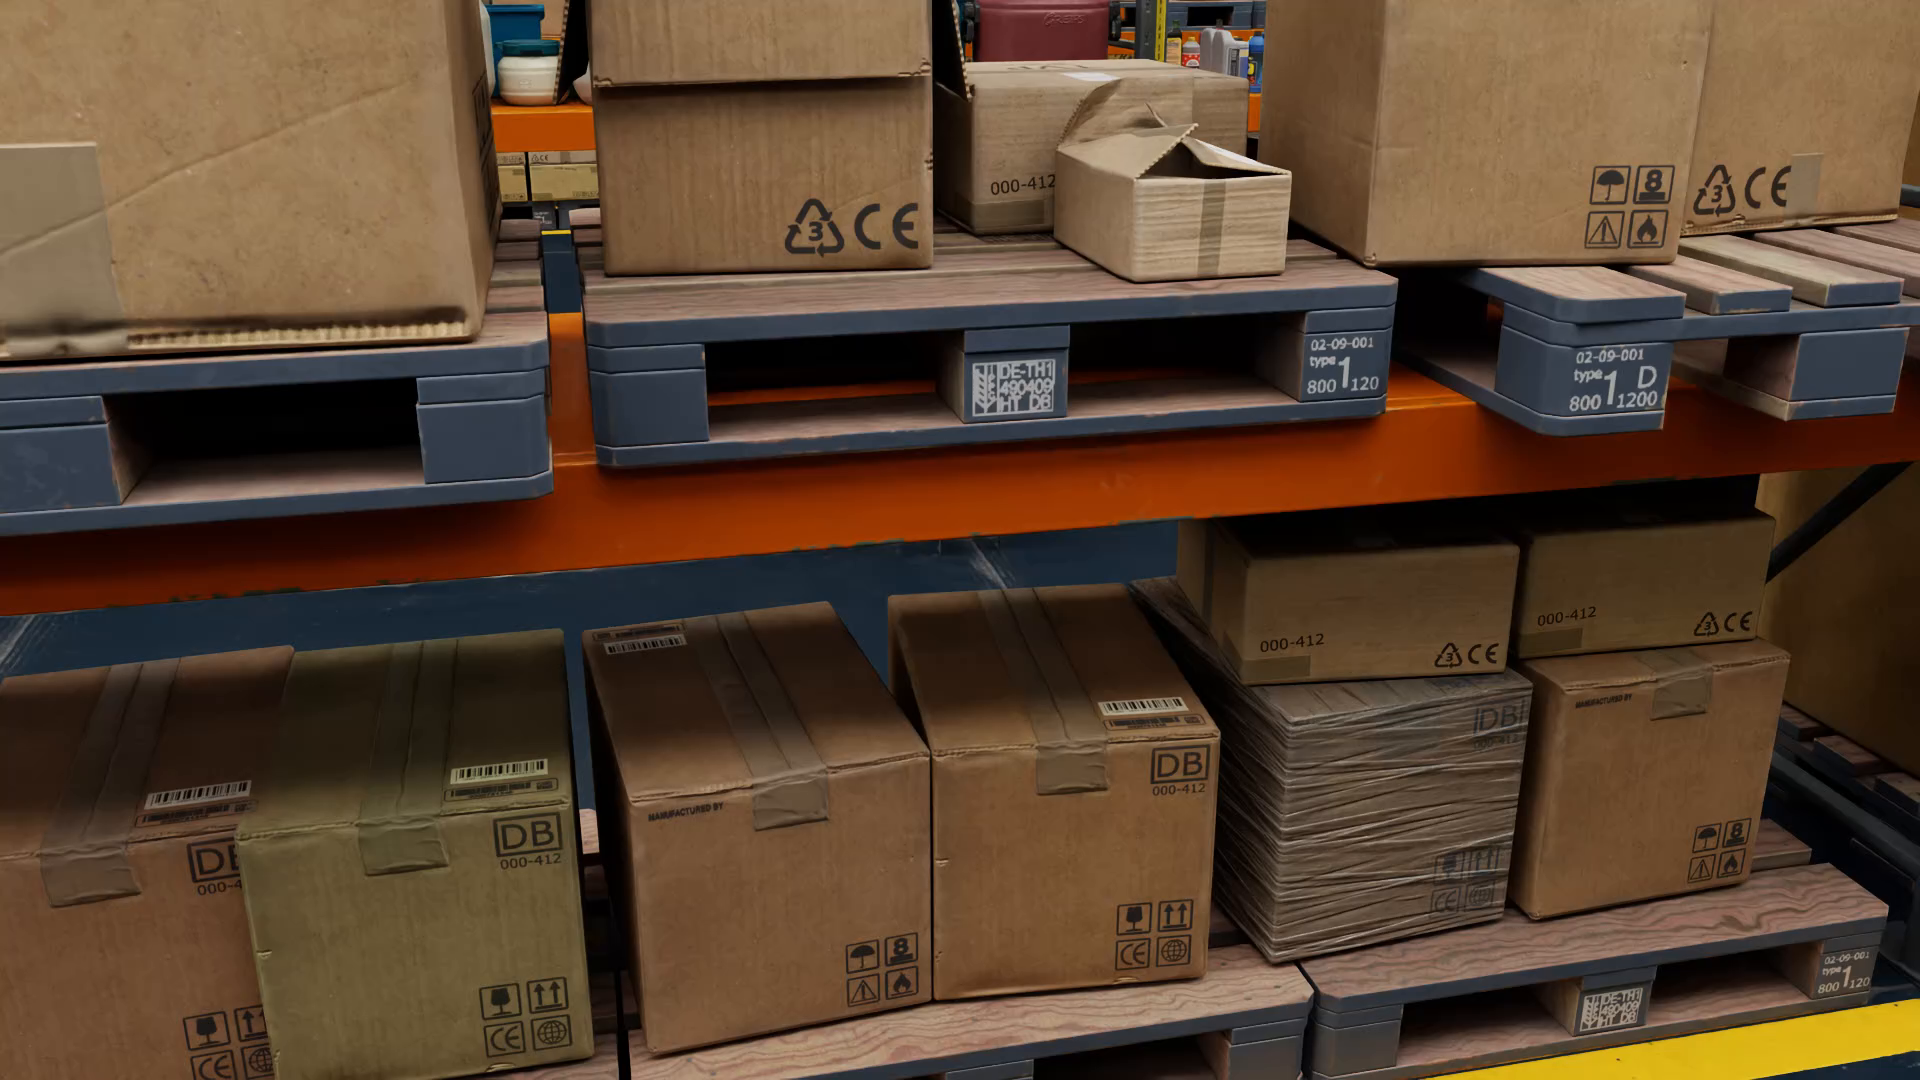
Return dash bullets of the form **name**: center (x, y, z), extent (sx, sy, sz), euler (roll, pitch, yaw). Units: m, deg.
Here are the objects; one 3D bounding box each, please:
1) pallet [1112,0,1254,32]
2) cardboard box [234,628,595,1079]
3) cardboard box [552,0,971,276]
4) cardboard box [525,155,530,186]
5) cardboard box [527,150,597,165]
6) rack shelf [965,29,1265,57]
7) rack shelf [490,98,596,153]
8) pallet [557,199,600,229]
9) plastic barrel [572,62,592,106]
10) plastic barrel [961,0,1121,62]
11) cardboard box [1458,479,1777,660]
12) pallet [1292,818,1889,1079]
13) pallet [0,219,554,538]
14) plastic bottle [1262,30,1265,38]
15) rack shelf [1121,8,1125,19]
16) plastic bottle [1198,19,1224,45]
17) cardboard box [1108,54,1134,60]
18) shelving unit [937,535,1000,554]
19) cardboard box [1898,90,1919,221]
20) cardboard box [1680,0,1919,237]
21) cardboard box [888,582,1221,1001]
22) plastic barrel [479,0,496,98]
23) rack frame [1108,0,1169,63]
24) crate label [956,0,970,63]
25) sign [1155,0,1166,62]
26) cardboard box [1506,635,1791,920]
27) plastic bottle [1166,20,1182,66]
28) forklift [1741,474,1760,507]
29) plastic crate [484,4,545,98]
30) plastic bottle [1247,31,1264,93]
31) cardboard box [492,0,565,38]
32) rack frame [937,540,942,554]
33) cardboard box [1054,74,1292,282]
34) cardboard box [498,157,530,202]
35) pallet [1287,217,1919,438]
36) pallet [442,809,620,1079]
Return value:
- **pallet**: center (1.499, -4.051, 12.792), extent (1.213, 0.211, 1.003), euler (-5, 21, -12)
- **cardboard box**: center (-0.938, 0.541, 2.971), extent (0.500, 0.500, 0.700), euler (-5, 21, -13)
- **cardboard box**: center (-0.344, -0.767, 2.786), extent (0.637, 0.503, 0.797), euler (-3, 20, -7)
- **cardboard box**: center (-3.456, -2.745, 12.333), extent (0.500, 0.250, 0.500), euler (-5, 21, -13)
- **cardboard box**: center (-2.834, -2.867, 11.853), extent (0.500, 0.311, 0.500), euler (-5, 21, -14)
- **rack shelf**: center (1.554, -3.806, 12.891), extent (4.000, 0.370, 1.077), euler (-5, 21, -12)
- **rack shelf**: center (-1.203, -1.831, 7.499), extent (4.000, 0.370, 1.077), euler (-5, 21, -12)
- **pallet**: center (-2.388, -2.529, 12.412), extent (1.213, 0.211, 1.003), euler (-5, 21, -12)
- **plastic barrel**: center (-1.454, -2.135, 7.085), extent (0.433, 0.535, 0.433), euler (0, 20, 0)
- **plastic barrel**: center (0.362, -2.253, 7.407), extent (0.708, 0.536, 0.600), euler (-5, 21, -12)
- **cardboard box**: center (1.238, 0.008, 3.335), extent (0.500, 0.250, 0.500), euler (-4, 20, -10)
- **pallet**: center (1.122, 0.701, 3.594), extent (1.213, 0.211, 1.003), euler (-5, 21, -12)
- **pallet**: center (-1.232, -0.275, 2.483), extent (1.213, 0.211, 1.003), euler (-5, 21, -12)
- **plastic bottle**: center (1.570, -2.479, 8.407), extent (0.097, 0.271, 0.097), euler (0, 20, 0)
- **rack shelf**: center (0.410, -5.464, 17.416), extent (4.000, 0.370, 1.077), euler (-5, 21, -12)
- **plastic bottle**: center (1.264, -2.466, 8.355), extent (0.133, 0.283, 0.061), euler (-5, 21, -12)
- **cardboard box**: center (1.754, -5.053, 17.763), extent (0.750, 0.750, 0.750), euler (-4, 21, -12)
- **shelving unit**: center (0.008, -0.423, 5.662), extent (0.210, 0.900, 0.258), euler (-5, 21, -12)
- **cardboard box**: center (2.306, -0.839, 3.598), extent (0.500, 0.500, 0.500), euler (-4, 20, -11)
- **cardboard box**: center (1.367, -0.858, 3.039), extent (0.500, 0.500, 0.500), euler (-7, 21, -19)
- **cardboard box**: center (0.149, 0.453, 3.213), extent (0.500, 0.500, 0.700), euler (-3, 20, -8)
- **plastic barrel**: center (-2.168, -2.077, 6.926), extent (0.433, 0.535, 0.433), euler (0, 20, 0)
- **rack frame**: center (0.744, -2.328, 7.808), extent (0.127, 3.000, 1.000), euler (-5, 21, -12)
- **crate label**: center (-0.286, -2.356, 7.834), extent (0.616, 0.435, 0.502), euler (-5, 21, -12)
- **sign**: center (0.877, -2.221, 7.278), extent (0.005, 0.325, 0.100), euler (-5, 21, -12)
- **cardboard box**: center (1.236, 0.357, 3.473), extent (0.500, 0.500, 0.700), euler (-6, 21, -15)
- **plastic bottle**: center (1.039, -2.448, 8.305), extent (0.133, 0.283, 0.061), euler (-5, 21, -12)
- **forklift**: center (3.368, -1.550, 5.785), extent (3.031, 2.935, 1.130), euler (-3, 20, -7)
- **plastic crate**: center (-2.147, -2.195, 7.469), extent (0.575, 0.384, 0.392), euler (-5, 21, -12)
- **plastic bottle**: center (1.358, -2.193, 7.628), extent (0.097, 0.271, 0.097), euler (0, 20, 0)
- **cardboard box**: center (-3.021, -3.813, 11.718), extent (0.500, 0.500, 0.500), euler (-3, 20, -9)
- **rack frame**: center (-0.091, -0.415, 5.640), extent (0.006, 0.900, 0.240), euler (-5, 21, -12)
- **cardboard box**: center (0.323, -0.581, 2.626), extent (0.258, 0.266, 0.396), euler (-5, 21, -14)
- **cardboard box**: center (-3.338, -2.564, 11.841), extent (0.500, 0.250, 0.500), euler (-4, 21, -11)
- **pallet**: center (1.214, -0.488, 3.063), extent (1.003, 0.211, 1.213), euler (-5, 21, -12)
- **pallet**: center (-1.252, 0.894, 3.067), extent (1.213, 0.211, 1.003), euler (-5, 21, -12)
